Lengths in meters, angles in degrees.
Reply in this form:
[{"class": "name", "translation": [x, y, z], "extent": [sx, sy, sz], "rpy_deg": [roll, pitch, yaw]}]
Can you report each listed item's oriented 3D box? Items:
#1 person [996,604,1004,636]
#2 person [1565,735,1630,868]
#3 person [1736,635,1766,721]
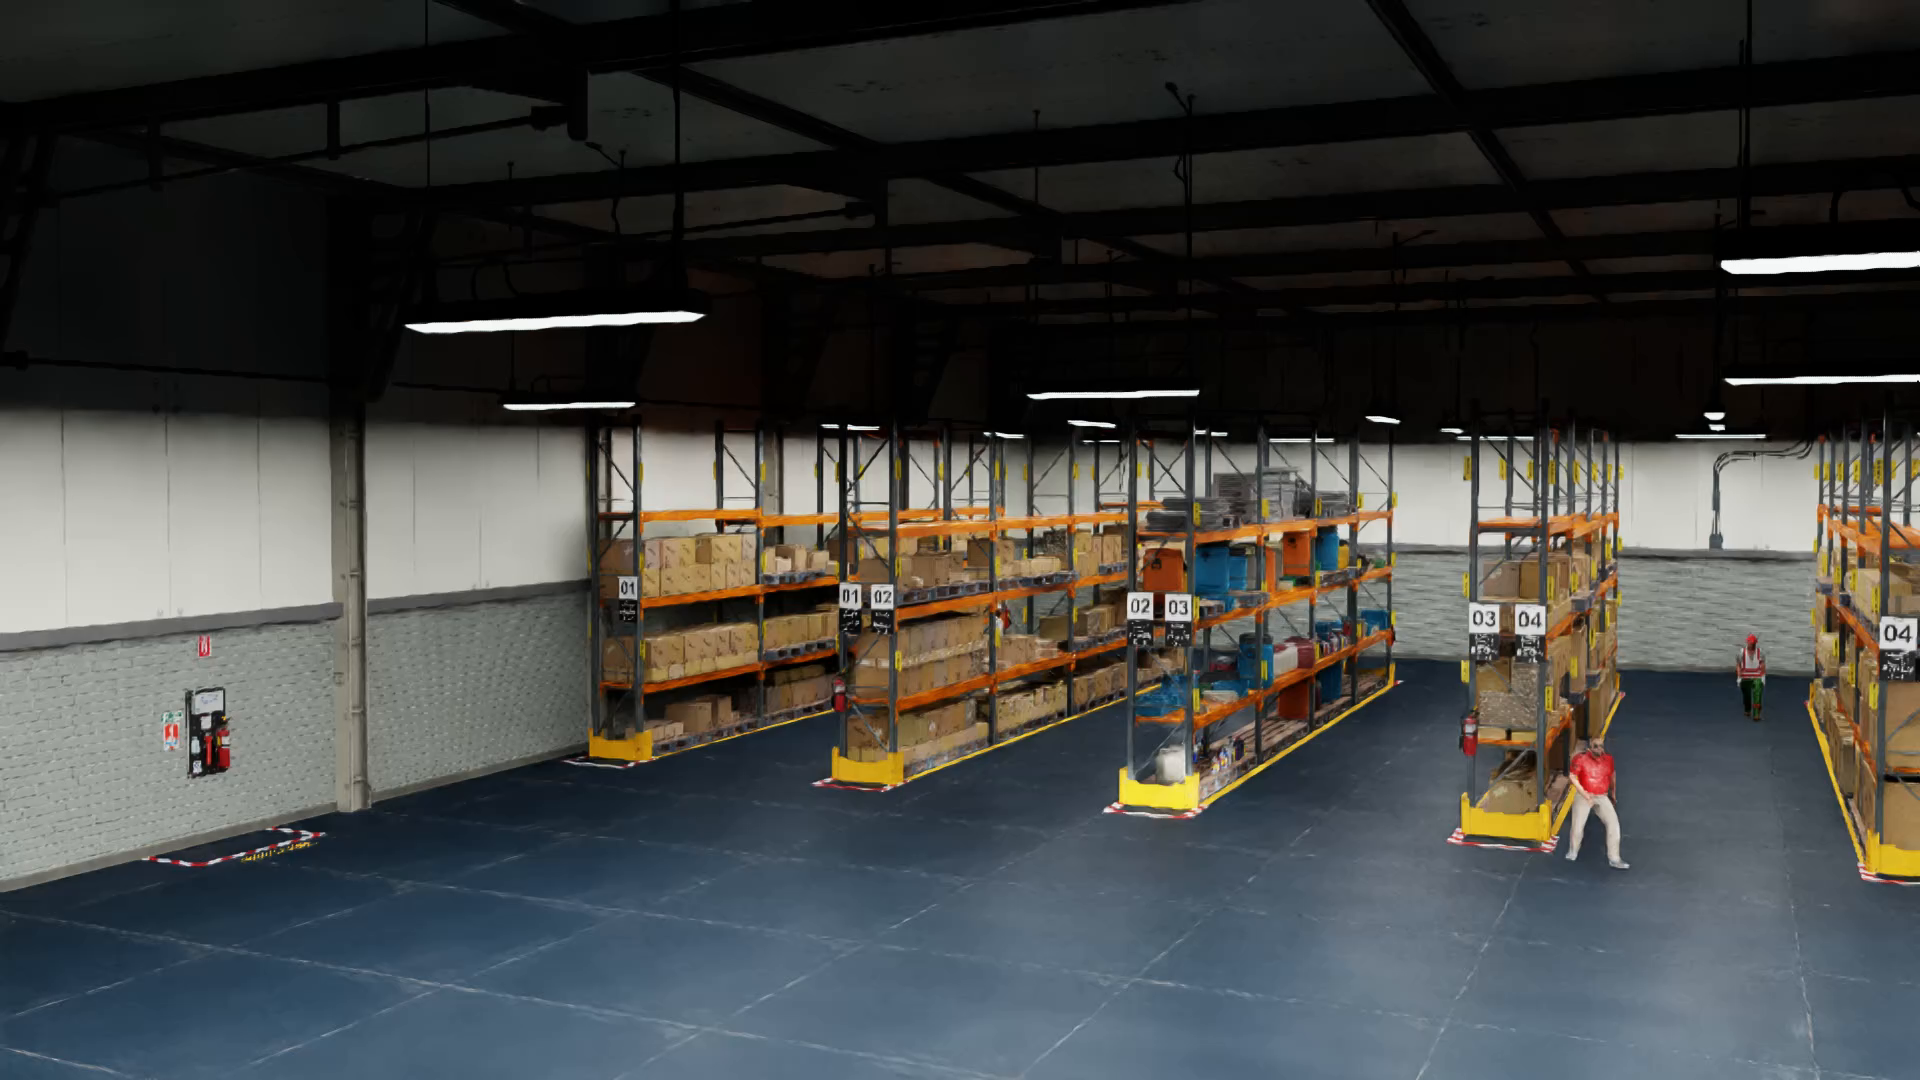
[{"class": "person", "translation": [0.920, 2.432, 40.482], "extent": [0.385, 1.769, 0.703], "rpy_deg": [1, 2, 16]}, {"class": "person", "translation": [8.075, 3.288, 21.169], "extent": [0.693, 1.665, 0.812], "rpy_deg": [0, 2, 5]}, {"class": "person", "translation": [15.922, 2.755, 33.481], "extent": [0.553, 1.709, 1.123], "rpy_deg": [1, 3, 27]}]
